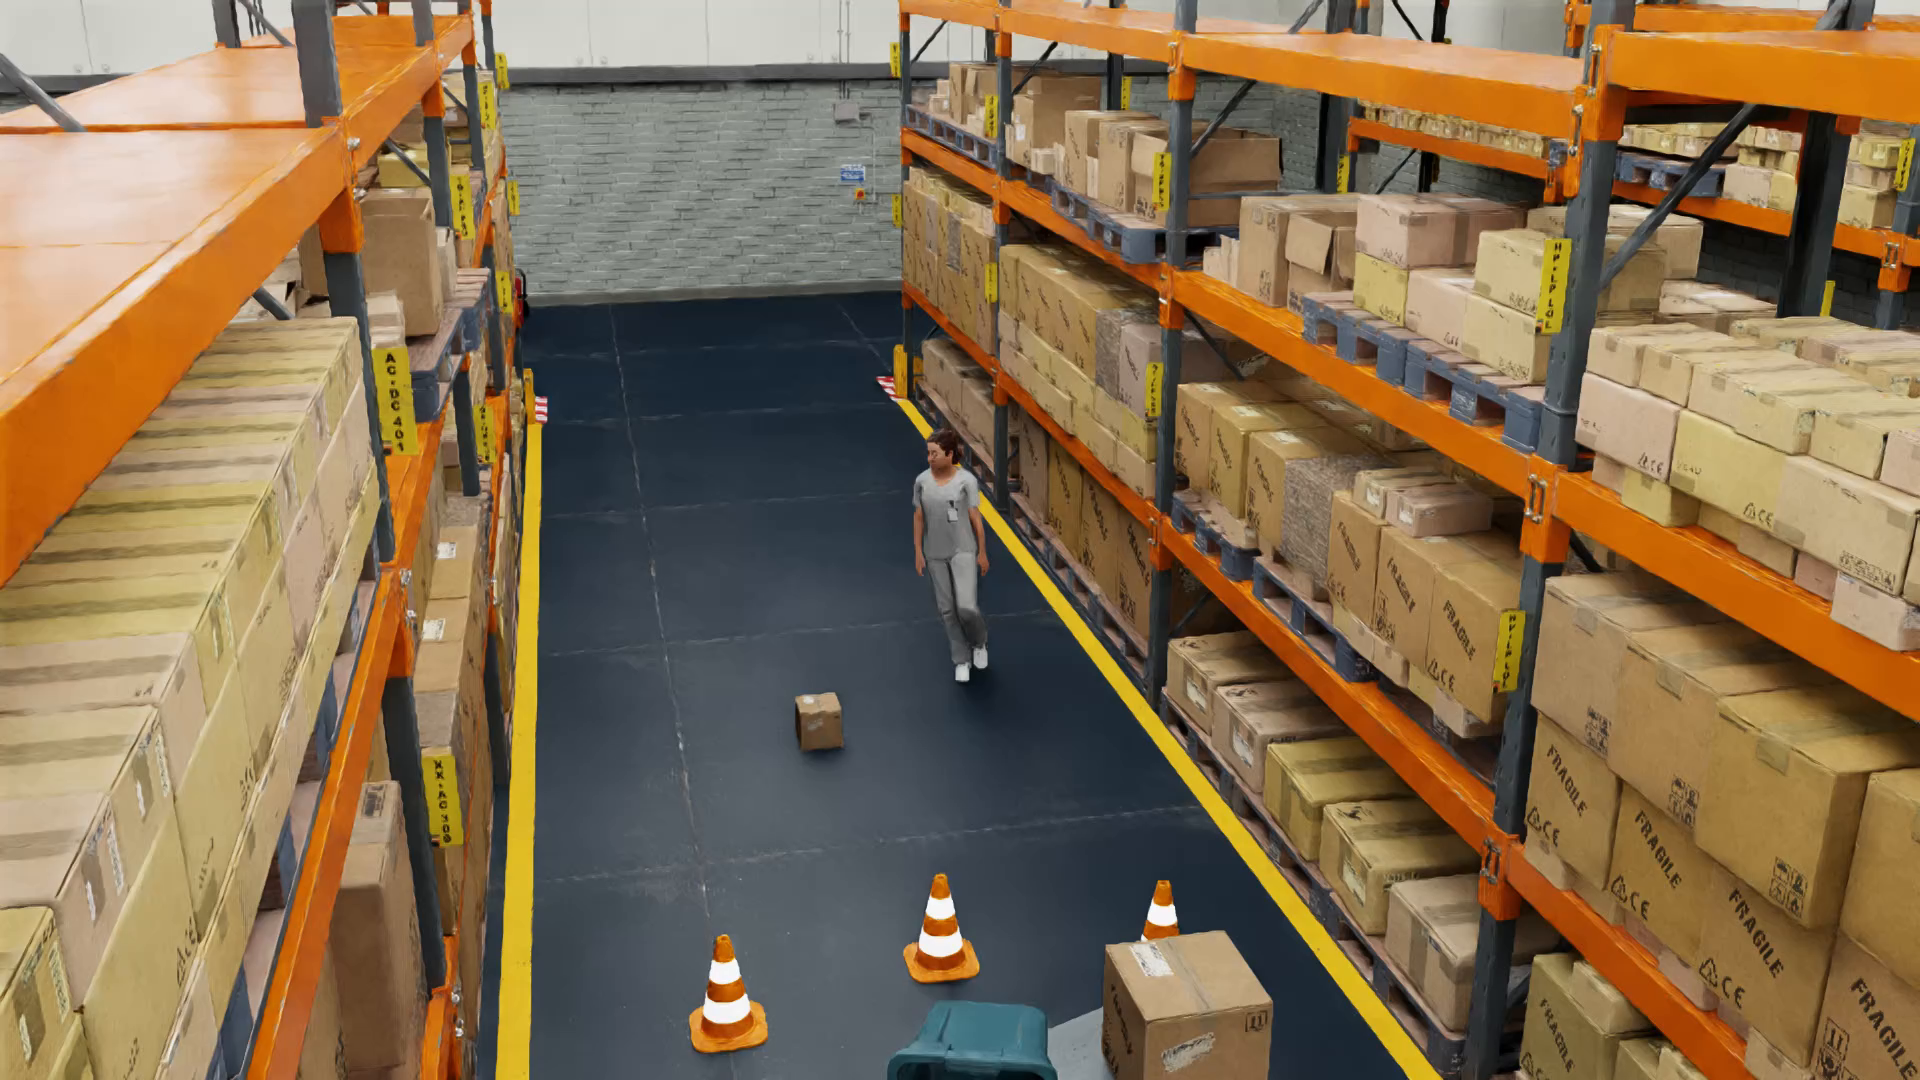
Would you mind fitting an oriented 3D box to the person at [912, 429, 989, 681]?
[{"bbox_3d":[-0.076,0.107,10.727,0.515,1.669,0.461,6,20,15],"label":"person"}]
